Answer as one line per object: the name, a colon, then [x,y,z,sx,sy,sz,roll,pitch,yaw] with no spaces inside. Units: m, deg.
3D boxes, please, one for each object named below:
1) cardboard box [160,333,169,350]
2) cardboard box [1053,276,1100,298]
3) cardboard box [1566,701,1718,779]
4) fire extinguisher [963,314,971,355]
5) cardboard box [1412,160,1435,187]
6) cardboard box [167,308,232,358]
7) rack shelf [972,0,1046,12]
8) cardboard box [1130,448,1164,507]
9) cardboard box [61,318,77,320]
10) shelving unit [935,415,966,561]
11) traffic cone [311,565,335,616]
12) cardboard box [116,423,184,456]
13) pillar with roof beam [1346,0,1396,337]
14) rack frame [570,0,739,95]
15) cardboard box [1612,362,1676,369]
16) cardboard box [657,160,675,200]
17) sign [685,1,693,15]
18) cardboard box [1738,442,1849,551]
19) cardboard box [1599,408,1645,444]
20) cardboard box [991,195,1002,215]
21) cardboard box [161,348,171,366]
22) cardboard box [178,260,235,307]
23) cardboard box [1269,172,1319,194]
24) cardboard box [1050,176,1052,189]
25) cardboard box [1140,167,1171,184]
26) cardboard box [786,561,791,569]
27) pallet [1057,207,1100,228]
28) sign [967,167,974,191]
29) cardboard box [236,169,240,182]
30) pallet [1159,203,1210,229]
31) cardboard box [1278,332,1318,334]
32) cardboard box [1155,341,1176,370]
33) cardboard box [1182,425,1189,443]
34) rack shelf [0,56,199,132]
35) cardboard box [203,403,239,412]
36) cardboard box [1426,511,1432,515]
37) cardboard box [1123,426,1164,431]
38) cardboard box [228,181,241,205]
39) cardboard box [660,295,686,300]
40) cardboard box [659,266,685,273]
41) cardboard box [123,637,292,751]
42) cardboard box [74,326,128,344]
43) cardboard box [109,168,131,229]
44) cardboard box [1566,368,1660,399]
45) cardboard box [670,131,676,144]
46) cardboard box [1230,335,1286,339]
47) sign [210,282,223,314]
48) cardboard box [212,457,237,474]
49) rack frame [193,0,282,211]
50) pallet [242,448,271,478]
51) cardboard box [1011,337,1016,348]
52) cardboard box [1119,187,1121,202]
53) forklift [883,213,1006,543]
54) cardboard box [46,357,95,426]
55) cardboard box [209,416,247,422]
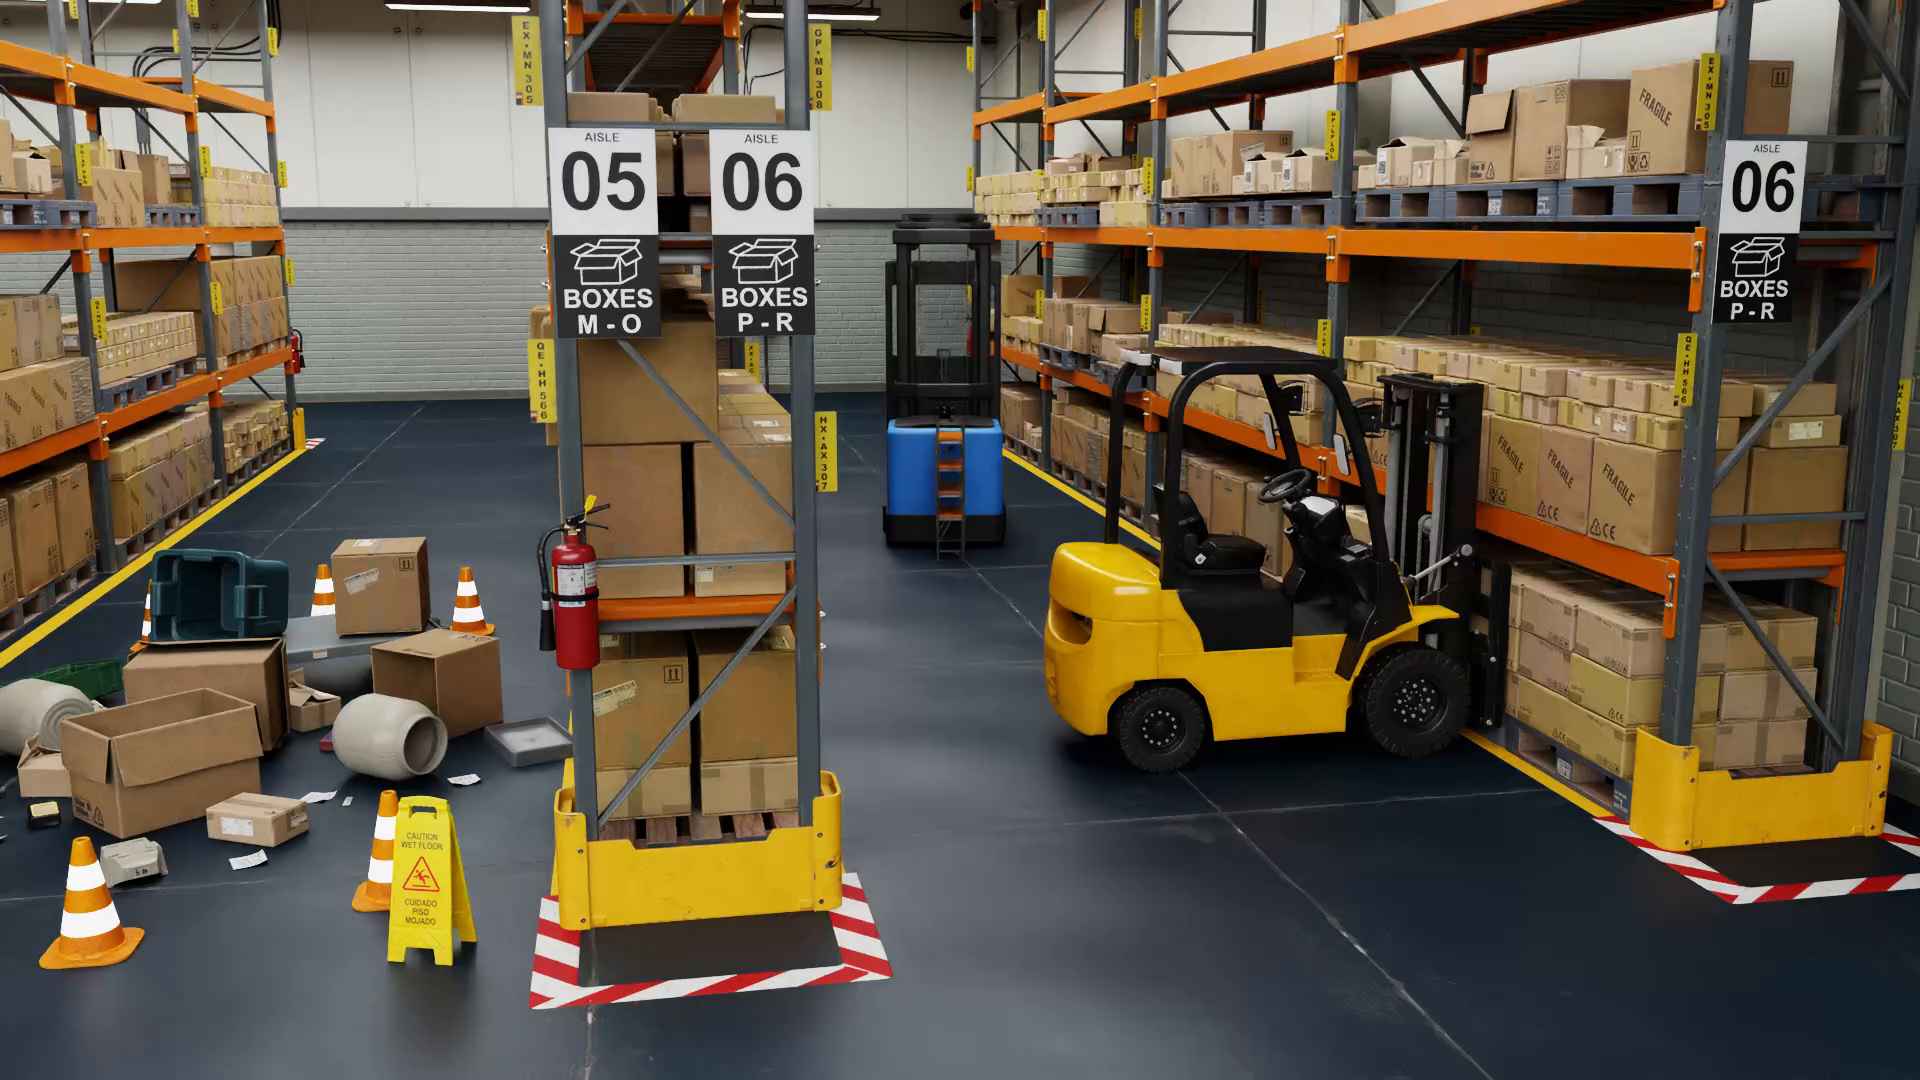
cardboard box: [-7.776,-1.887,15.841,0.380,0.149,0.250,-3,11,-14]
cardboard box: [1.424,-3.019,20.634,0.500,0.500,0.500,-2,11,-13]
cardboard box: [3.385,0.976,8.279,0.500,0.250,0.500,-2,11,-11]
fire extinguisher: [0.192,-2.818,23.182,0.296,0.674,0.183,-2,11,-11]
cardboard box: [2.947,-2.199,9.986,0.380,0.149,0.250,-2,11,-9]
cardboard box: [-8.101,-2.210,17.725,0.500,0.500,0.500,-2,11,-12]
rack shelf: [1.063,-6.888,20.355,1.077,0.370,4.000,-2,11,-11]
cardboard box: [1.937,-0.609,15.938,0.500,0.500,0.500,-2,11,-9]
cardboard box: [-8.422,-2.011,15.695,0.380,0.149,0.250,-2,11,-11]
shelving unit: [-0.083,-0.455,14.377,0.258,1.200,0.503,0,11,-1]
traffic cone: [-4.512,0.406,11.824,0.336,0.463,0.334,-2,11,-11]
cardboard box: [-7.655,-0.943,15.687,0.500,0.250,0.500,-3,11,-14]
pillar with roof beam: [-0.855,-4.146,12.910,9.100,9.000,0.400,-2,11,-11]
rack frame: [-1.860,-3.594,10.010,1.000,3.000,0.127,-2,11,-11]
cardboard box: [3.738,-0.868,8.936,0.380,0.149,0.250,-2,11,-9]
cardboard box: [-1.529,-1.636,7.352,0.500,0.250,0.500,-2,11,-12]
sign: [-2.886,-5.581,17.739,0.100,0.325,0.005,-2,11,-11]
cardboard box: [3.962,-0.244,8.190,0.500,0.500,0.500,-2,11,-9]
cardboard box: [3.365,-0.561,8.120,0.380,0.149,0.250,-2,11,-10]
cardboard box: [0.699,-4.297,21.331,0.500,0.250,0.500,-2,11,-13]
cardboard box: [-7.774,-1.742,15.877,0.380,0.149,0.250,-3,11,-13]
cardboard box: [-8.216,-2.788,18.084,0.500,0.500,0.500,-2,11,-13]
cardboard box: [2.497,-2.624,12.219,0.380,0.149,0.250,-2,11,-11]
cardboard box: [1.202,-3.930,18.283,0.380,0.149,0.250,-2,11,-10]
cardboard box: [1.873,-3.356,15.321,0.380,0.149,0.250,-2,11,-9]
cardboard box: [-0.980,0.043,7.619,0.380,0.149,0.250,-2,11,-13]
pallet: [1.715,-3.364,17.328,1.213,0.211,1.003,-2,11,-11]
sign: [0.142,-4.912,22.620,0.100,0.325,0.005,-2,11,-11]
cardboard box: [-8.343,-4.109,18.738,0.380,0.149,0.250,-2,11,-13]
pallet: [2.450,-2.821,14.478,1.213,0.211,1.003,-2,11,-8]
cardboard box: [2.864,-1.647,13.826,0.380,0.149,0.250,-2,11,-12]
cardboard box: [2.053,-1.642,14.866,0.500,0.250,0.500,-2,11,-11]
cardboard box: [2.282,-1.058,16.559,0.380,0.149,0.250,-2,11,-10]
rack shelf: [-7.863,-3.946,14.853,1.077,0.370,4.000,-2,11,-11]
cardboard box: [-9.089,-1.592,20.450,0.380,0.149,0.250,-2,11,-10]
cardboard box: [3.294,-0.091,11.210,0.500,0.250,0.500,-2,11,-10]
cardboard box: [1.794,-1.039,16.458,0.380,0.149,0.250,-2,11,-13]
cardboard box: [-8.286,-3.842,18.402,0.500,0.250,0.500,-2,11,-10]
cardboard box: [-1.838,-1.057,8.990,0.700,0.500,0.500,-2,11,-12]
cardboard box: [-3.223,-3.040,18.470,0.380,0.149,0.250,-2,11,-12]
cardboard box: [-4.097,0.845,9.046,0.797,0.637,0.503,-2,11,-11]
cardboard box: [-7.523,-1.792,14.544,0.380,0.149,0.250,-3,11,-13]
cardboard box: [-7.428,-2.910,14.174,0.500,0.500,0.500,-2,11,-11]
cardboard box: [3.379,-0.806,8.608,0.380,0.149,0.250,-2,11,-11]
cardboard box: [-1.366,-2.148,8.975,0.380,0.149,0.250,-2,11,-12]
cardboard box: [2.410,-1.579,13.470,0.380,0.149,0.250,-2,11,-11]
sign: [-7.708,-2.505,17.238,0.100,0.325,0.005,-2,11,-11]
cardboard box: [-8.007,-0.800,17.876,0.380,0.149,0.250,-3,11,-13]
rack frame: [-9.030,-5.596,20.530,1.000,3.000,0.127,-2,11,-11]
pallet: [-8.658,-0.892,19.316,1.003,0.211,1.213,-2,11,-11]
cardboard box: [0.860,-2.505,21.005,0.380,0.149,0.250,-2,11,-11]
cardboard box: [1.777,-3.402,16.362,0.380,0.149,0.250,-2,11,-11]
forklift: [-0.163,-1.638,15.962,1.130,2.935,3.031,0,11,-1]
cardboard box: [-7.123,-1.158,12.990,0.500,0.500,0.500,-2,11,-11]
cardboard box: [-8.385,-1.325,19.046,0.380,0.149,0.250,-3,11,-13]
